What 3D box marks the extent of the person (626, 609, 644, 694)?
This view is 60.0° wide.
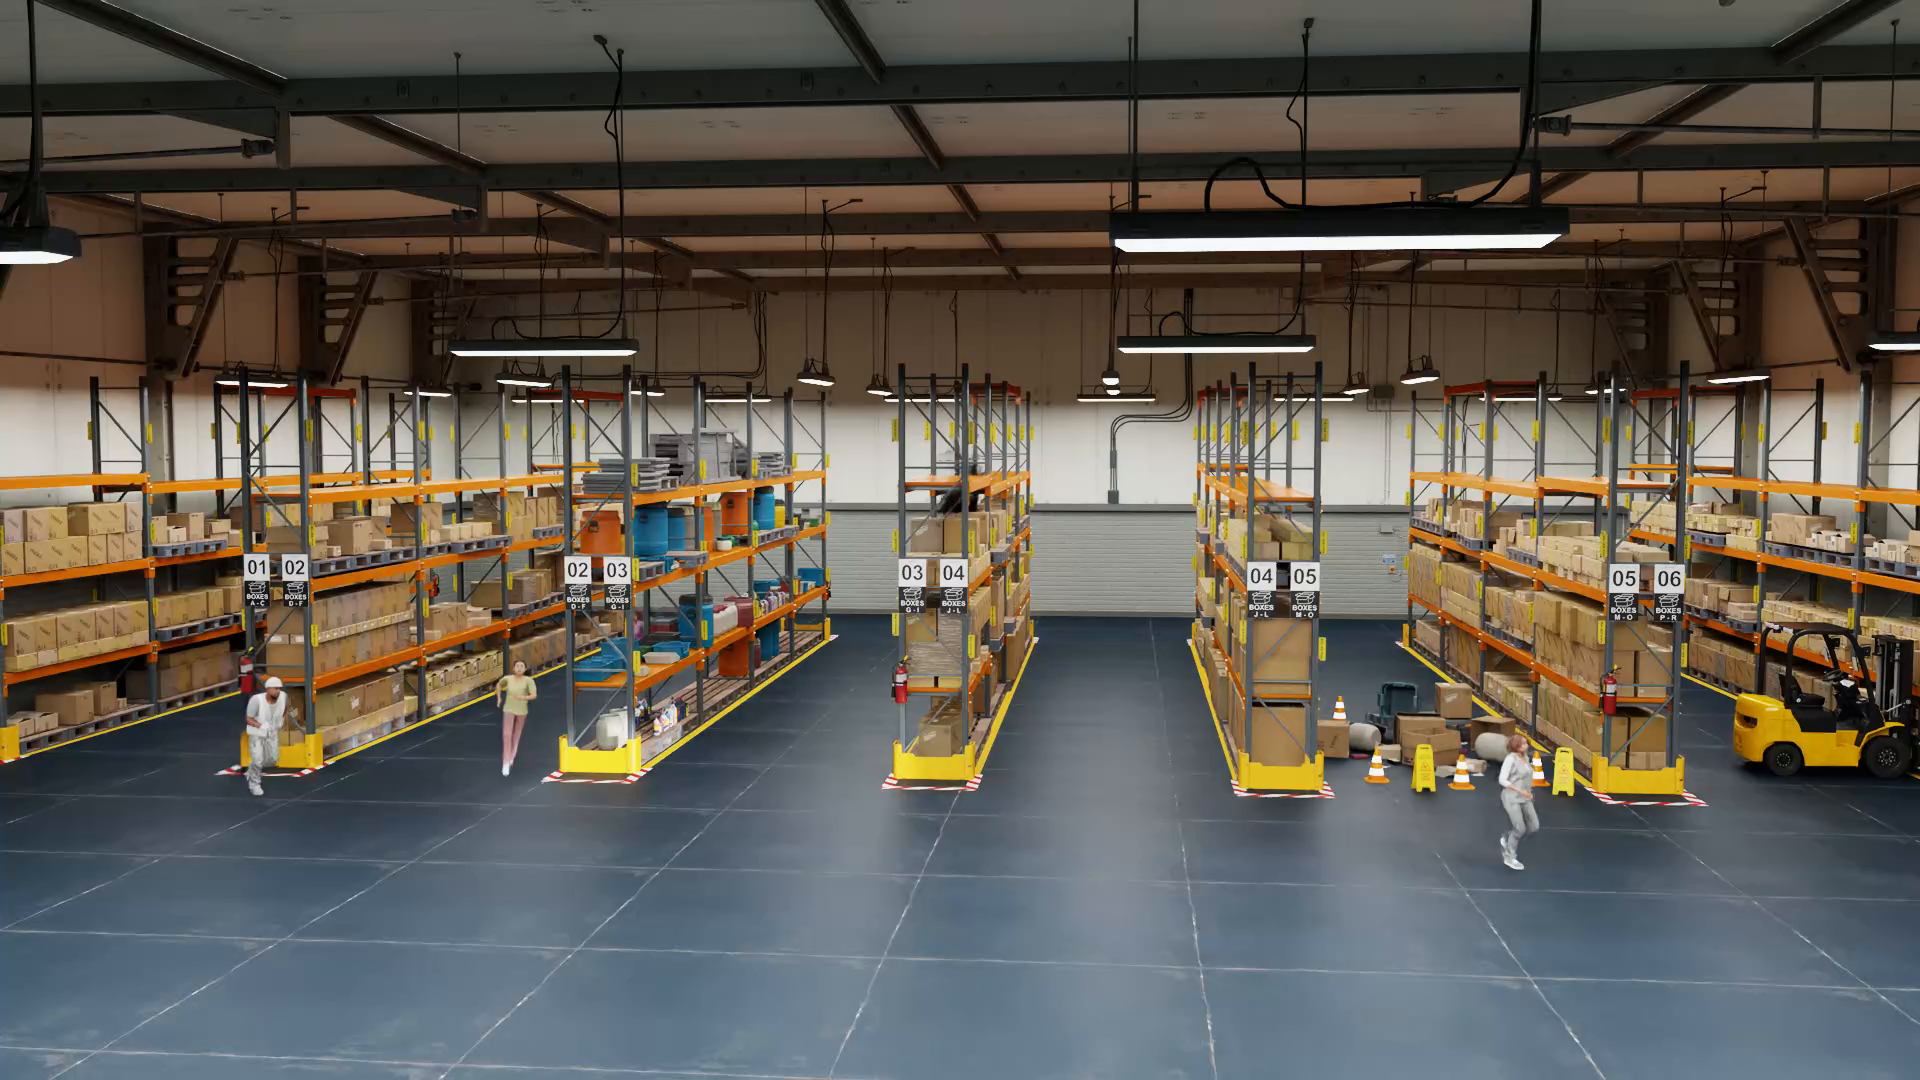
[{"bbox_3d":[-6.232,2.145,32.086,0.515,1.632,0.717,1,4,8],"label":"person"}]

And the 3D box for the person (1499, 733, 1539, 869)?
[{"bbox_3d":[6.398,2.998,19.088,0.541,1.567,0.530,-3,5,-37],"label":"person"}]

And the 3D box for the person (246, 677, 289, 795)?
[{"bbox_3d":[-9.584,2.703,23.069,0.804,1.654,0.705,3,5,37],"label":"person"}]

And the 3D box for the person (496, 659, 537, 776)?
[{"bbox_3d":[-6.580,2.599,24.702,0.562,1.700,0.754,-1,4,-19],"label":"person"}]
